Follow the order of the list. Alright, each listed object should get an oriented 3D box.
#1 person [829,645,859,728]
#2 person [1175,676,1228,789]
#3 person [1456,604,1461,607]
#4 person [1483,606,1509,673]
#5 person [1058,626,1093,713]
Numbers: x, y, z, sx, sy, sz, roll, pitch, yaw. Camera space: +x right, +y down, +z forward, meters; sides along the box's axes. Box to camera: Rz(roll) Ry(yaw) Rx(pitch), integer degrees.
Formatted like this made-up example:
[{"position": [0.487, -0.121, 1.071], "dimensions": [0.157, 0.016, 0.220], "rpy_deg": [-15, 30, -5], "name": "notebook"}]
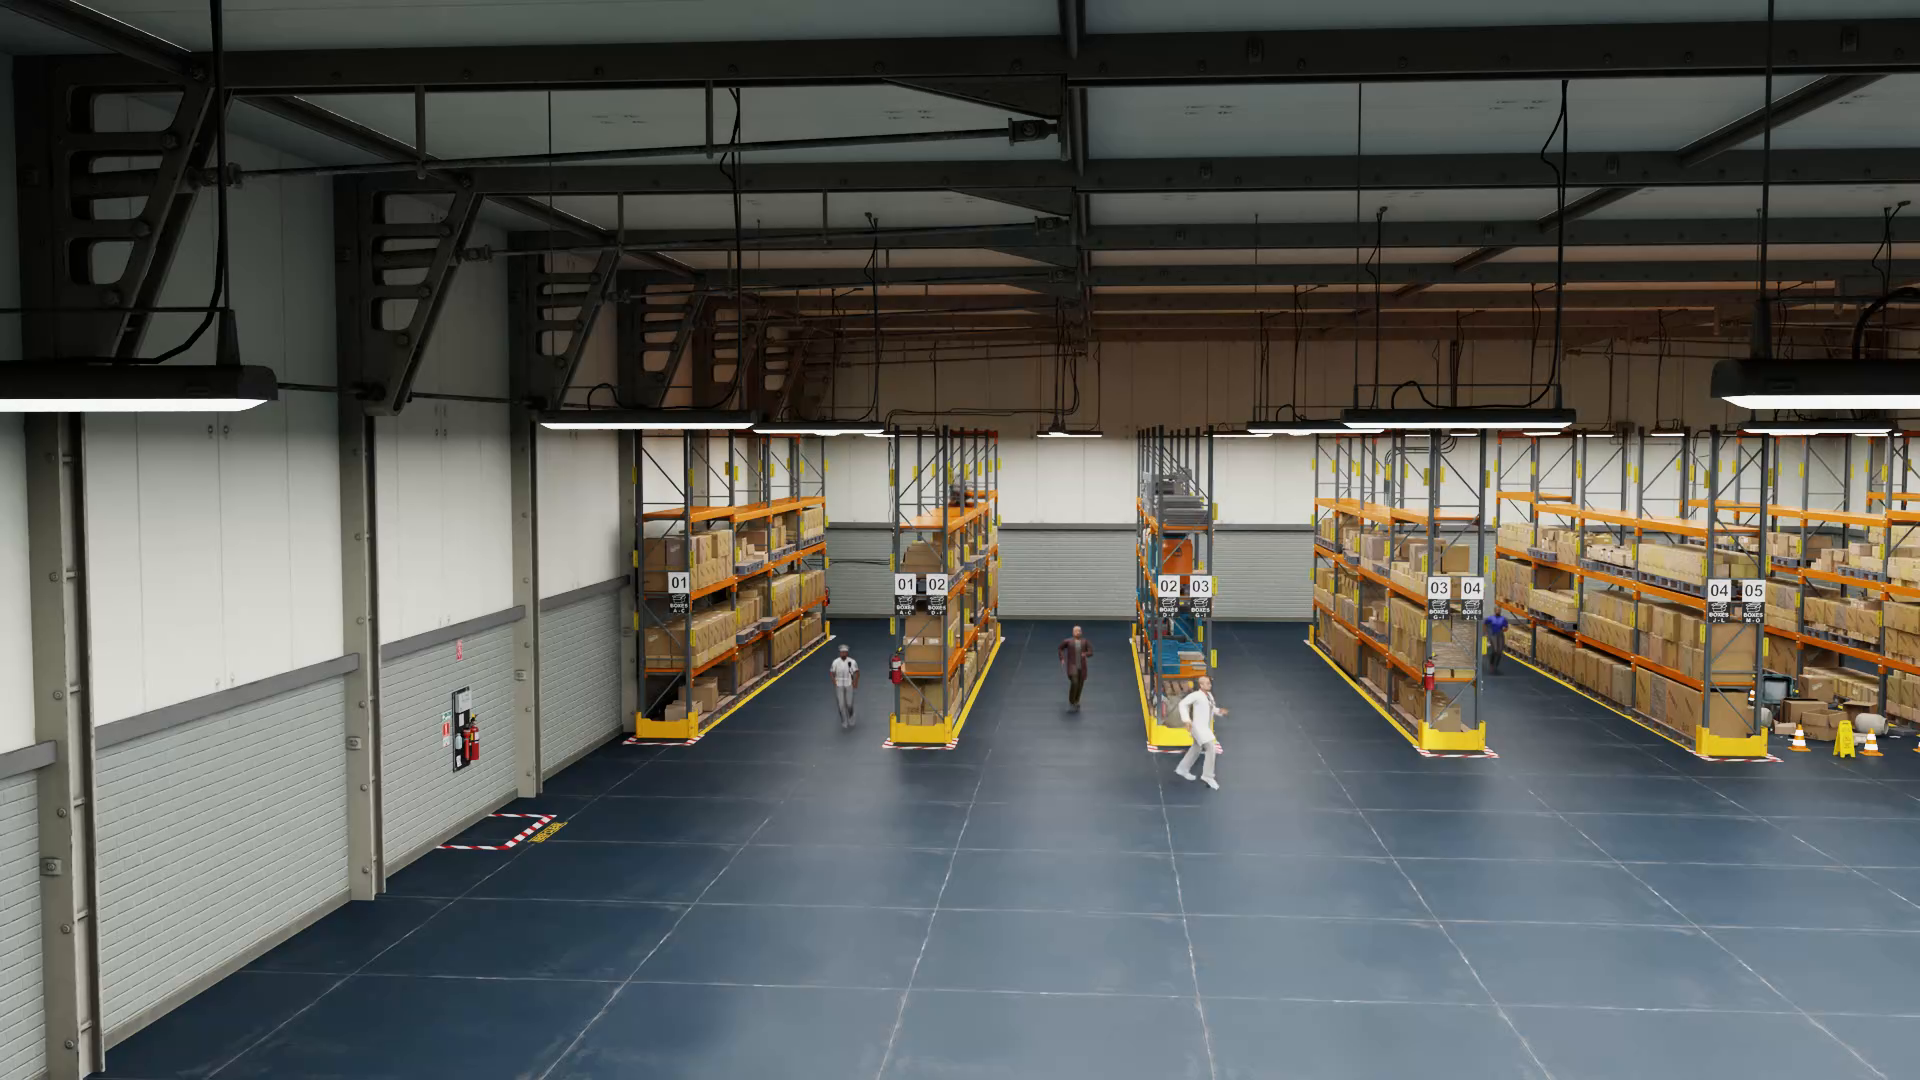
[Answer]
[{"position": [-2.309, 2.909, 33.033], "dimensions": [0.595, 1.659, 0.547], "rpy_deg": [0, 3, 2], "name": "person"}, {"position": [3.990, 3.175, 27.551], "dimensions": [0.938, 1.845, 0.666], "rpy_deg": [2, 4, 30], "name": "person"}, {"position": [14.219, 2.057, 47.218], "dimensions": [0.585, 1.652, 0.825], "rpy_deg": [-2, 4, -30], "name": "person"}, {"position": [13.199, 2.451, 40.876], "dimensions": [0.548, 1.644, 0.674], "rpy_deg": [0, 3, 2], "name": "person"}, {"position": [2.463, 2.729, 35.133], "dimensions": [0.671, 1.823, 0.797], "rpy_deg": [-1, 4, -13], "name": "person"}]
